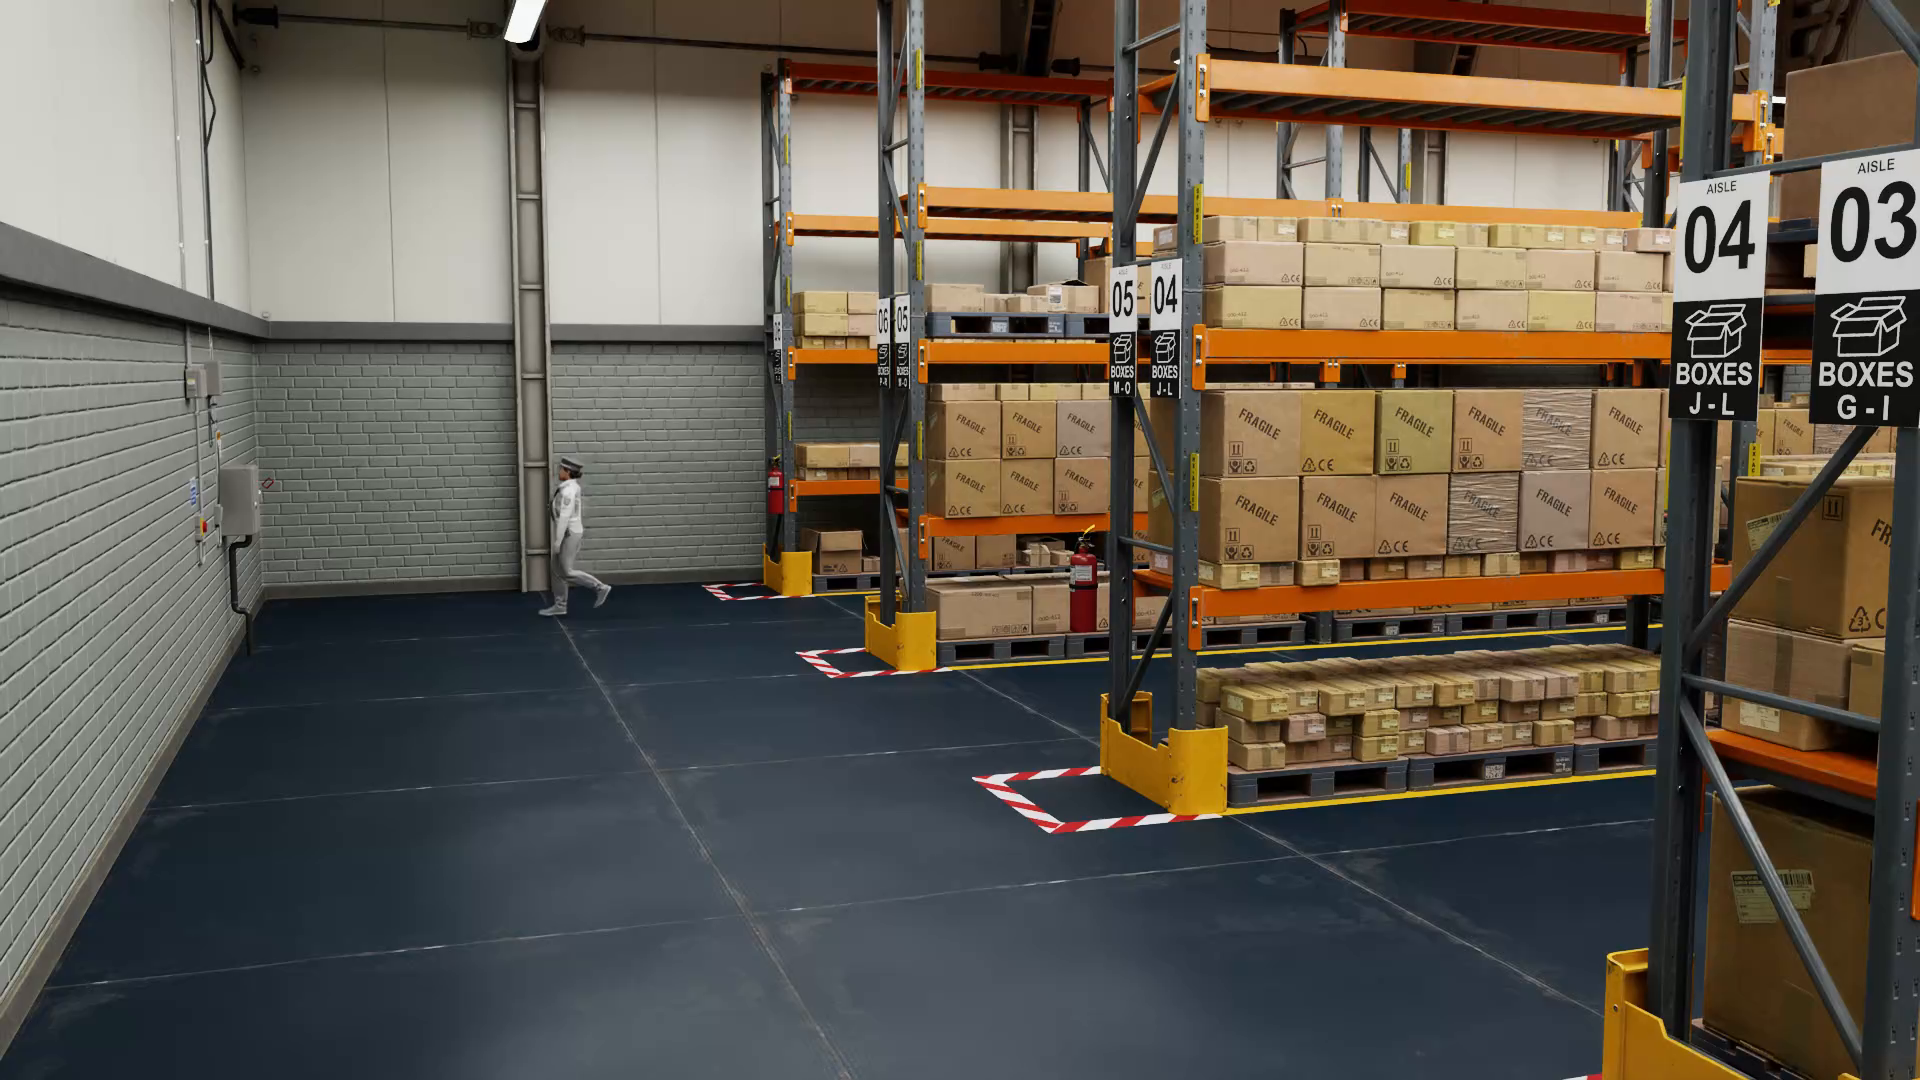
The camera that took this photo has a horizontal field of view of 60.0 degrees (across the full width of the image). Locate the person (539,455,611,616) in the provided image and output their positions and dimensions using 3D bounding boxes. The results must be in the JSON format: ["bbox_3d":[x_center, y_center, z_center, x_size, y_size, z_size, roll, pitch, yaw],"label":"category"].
[{"bbox_3d":[-4.021,-0.045,17.254,0.733,1.667,0.473,-1,6,-10],"label":"person"}]
